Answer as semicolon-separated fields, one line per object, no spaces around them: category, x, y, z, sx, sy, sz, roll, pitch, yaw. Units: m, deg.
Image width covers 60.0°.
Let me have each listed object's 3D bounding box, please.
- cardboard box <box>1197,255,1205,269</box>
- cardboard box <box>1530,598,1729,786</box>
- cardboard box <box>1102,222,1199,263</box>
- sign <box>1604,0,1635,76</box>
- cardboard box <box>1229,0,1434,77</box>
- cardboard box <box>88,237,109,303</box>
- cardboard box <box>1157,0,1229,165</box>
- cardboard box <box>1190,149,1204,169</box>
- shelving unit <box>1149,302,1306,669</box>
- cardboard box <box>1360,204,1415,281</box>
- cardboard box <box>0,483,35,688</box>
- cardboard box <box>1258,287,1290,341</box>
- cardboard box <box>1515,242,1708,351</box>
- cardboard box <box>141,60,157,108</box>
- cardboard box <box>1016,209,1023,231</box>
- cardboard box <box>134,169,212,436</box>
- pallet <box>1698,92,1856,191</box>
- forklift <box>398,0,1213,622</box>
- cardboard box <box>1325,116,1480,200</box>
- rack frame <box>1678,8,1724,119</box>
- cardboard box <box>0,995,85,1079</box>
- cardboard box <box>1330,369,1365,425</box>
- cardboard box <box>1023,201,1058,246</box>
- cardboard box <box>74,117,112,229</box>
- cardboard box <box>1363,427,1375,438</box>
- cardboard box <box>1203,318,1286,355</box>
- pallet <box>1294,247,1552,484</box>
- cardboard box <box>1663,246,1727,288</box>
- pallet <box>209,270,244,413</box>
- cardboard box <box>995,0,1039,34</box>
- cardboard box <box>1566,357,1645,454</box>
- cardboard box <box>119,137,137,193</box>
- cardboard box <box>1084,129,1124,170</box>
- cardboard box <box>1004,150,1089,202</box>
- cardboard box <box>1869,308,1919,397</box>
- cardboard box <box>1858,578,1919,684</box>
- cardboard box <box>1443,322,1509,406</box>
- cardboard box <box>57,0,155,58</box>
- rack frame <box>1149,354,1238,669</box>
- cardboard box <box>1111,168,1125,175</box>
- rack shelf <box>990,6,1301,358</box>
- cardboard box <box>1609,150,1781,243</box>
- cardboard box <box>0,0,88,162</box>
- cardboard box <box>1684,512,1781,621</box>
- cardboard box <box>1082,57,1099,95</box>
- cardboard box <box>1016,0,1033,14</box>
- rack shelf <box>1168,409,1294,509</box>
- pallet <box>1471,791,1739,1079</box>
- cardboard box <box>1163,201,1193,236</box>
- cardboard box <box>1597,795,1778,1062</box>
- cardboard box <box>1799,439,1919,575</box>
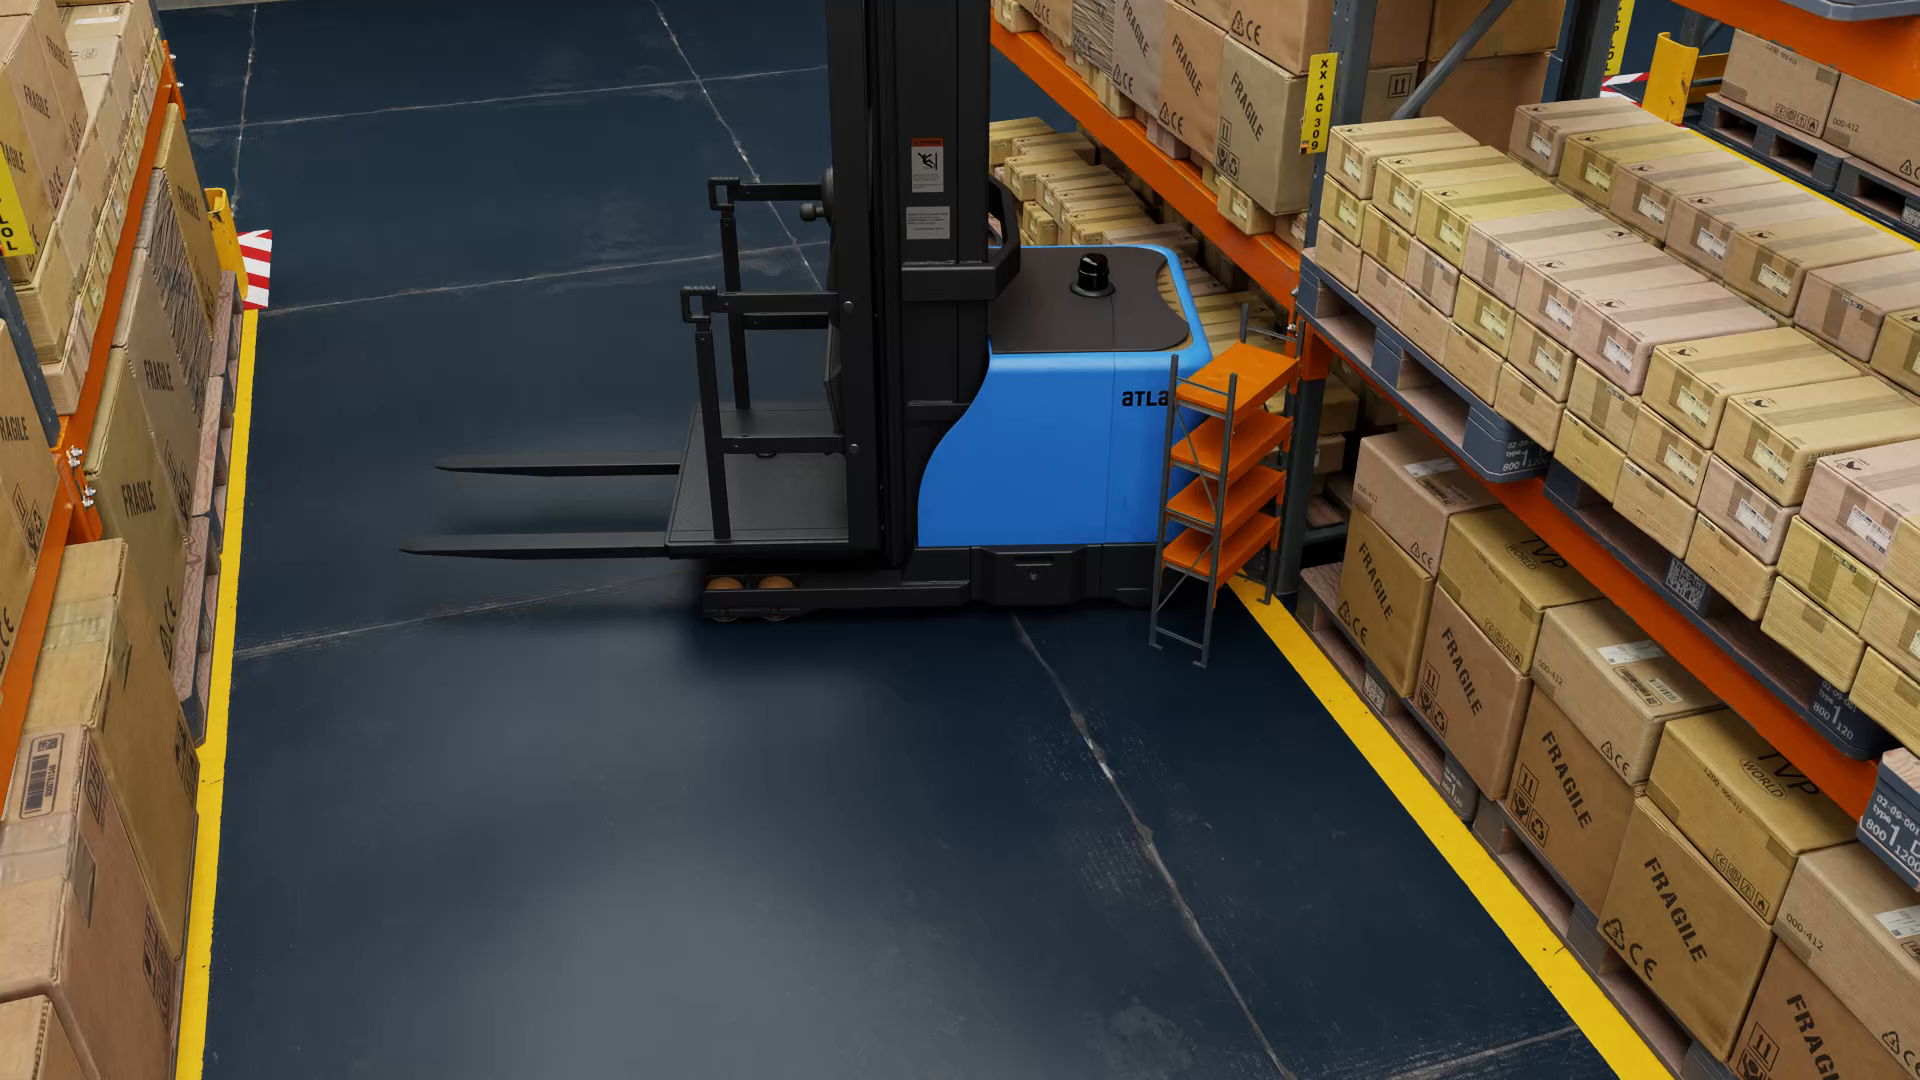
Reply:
cardboard box;1.280;-1.444;8.150;0.380;0.149;0.250;-8;34;-12
cardboard box;1.966;0.391;4.643;0.500;0.250;0.500;-9;34;-13
cardboard box;0.881;-1.342;7.725;0.380;0.149;0.250;-10;35;-15
sign;2.204;-1.722;5.585;0.100;0.325;0.005;-10;35;-15
cardboard box;1.276;-1.928;5.679;0.500;0.500;0.500;-11;35;-16
cardboard box;-3.094;-0.883;5.593;0.380;0.149;0.250;-11;35;-16
cardboard box;1.103;-1.789;6.375;0.500;0.500;0.500;-11;35;-16
cardboard box;1.146;-1.563;6.623;0.380;0.149;0.250;-11;35;-16
shelving unit;0.945;-0.183;5.938;0.258;1.200;0.503;22;39;30
cardboard box;1.440;-0.918;4.996;0.380;0.149;0.250;-11;35;-16
cardboard box;-2.531;0.056;3.853;0.500;0.500;0.500;-9;34;-13
cardboard box;1.516;-1.005;7.216;0.380;0.149;0.250;-11;35;-16
cardboard box;1.678;-0.632;4.293;0.380;0.149;0.250;-10;35;-15
cardboard box;-3.719;-1.957;7.219;0.380;0.149;0.250;-10;35;-15
cardboard box;0.469;-1.777;8.923;0.380;0.149;0.250;-10;35;-15
cardboard box;-3.749;-0.951;7.015;0.875;0.875;0.875;-10;35;-15
pallet;5.458;-2.559;10.431;1.003;0.211;1.213;-10;35;-15
forklift;-0.625;-1.212;5.925;3.031;2.935;1.130;-1;33;-2
cardboard box;1.359;-1.178;5.119;0.380;0.149;0.250;-8;34;-12
rack frame;5.140;-4.129;10.278;1.000;3.000;0.127;-10;35;-15
cardboard box;-2.313;1.614;3.133;1.225;0.875;0.875;-10;35;-15
cardboard box;1.708;-0.615;6.895;0.380;0.149;0.250;-10;35;-14
cardboard box;0.535;-1.615;8.409;0.380;0.149;0.250;-9;34;-13
cardboard box;-3.282;-1.248;5.784;0.500;0.250;0.500;-9;35;-14
cardboard box;1.871;-0.374;6.801;0.380;0.149;0.250;-12;35;-17
cardboard box;1.122;-0.777;6.871;0.380;0.149;0.250;-10;35;-15
pallet;1.771;-0.638;5.168;1.003;0.211;1.213;-10;35;-15
cardboard box;2.228;-0.751;4.742;0.380;0.149;0.250;-11;35;-16
pallet;-3.980;-0.892;7.909;1.003;0.211;1.213;-10;35;-15
cardboard box;0.391;-2.637;8.247;0.380;0.149;0.250;-11;35;-16
cardboard box;1.764;-0.366;4.160;0.380;0.149;0.250;-11;35;-16
cardboard box;-3.410;-1.424;6.411;0.380;0.149;0.250;-9;35;-14
cardboard box;0.881;-2.101;8.874;0.380;0.149;0.250;-9;35;-14
cardboard box;0.446;-1.867;8.520;0.380;0.149;0.250;-10;35;-15
cardboard box;2.465;-0.459;4.030;0.380;0.149;0.250;-10;35;-15
cardboard box;2.071;0.170;3.349;0.380;0.149;0.250;-10;35;-15
cardboard box;1.597;-0.521;4.665;0.380;0.149;0.250;-10;35;-14
cardboard box;-3.898;-2.314;7.398;0.500;0.250;0.500;-11;35;-15
rack frame;0.799;-0.075;5.775;0.240;1.200;0.015;22;39;30
cardboard box;0.918;-1.978;8.958;0.380;0.149;0.250;-11;35;-16
rack shelf;1.066;-1.893;7.547;1.077;0.370;4.000;-10;35;-15
cardboard box;2.145;-1.007;4.861;0.380;0.149;0.250;-11;35;-16
cardboard box;-3.287;-1.564;5.581;0.500;0.500;0.500;-11;35;-16
cardboard box;1.922;0.030;3.830;0.380;0.149;0.250;-9;35;-13
cardboard box;0.767;-2.103;7.440;0.380;0.149;0.250;-9;34;-13
cardboard box;0.518;-2.851;7.982;0.500;0.500;0.500;-10;35;-15
rack shelf;0.945;-0.313;5.852;0.258;0.148;0.480;22;39;30
pallet;2.291;1.070;4.939;1.003;0.211;1.213;-10;35;-15
cardboard box;1.209;-1.551;8.041;0.380;0.149;0.250;-11;35;-16
cardboard box;2.115;0.975;4.441;0.500;0.500;0.500;-12;35;-17
cardboard box;2.003;-0.079;3.456;0.380;0.149;0.250;-10;35;-15
